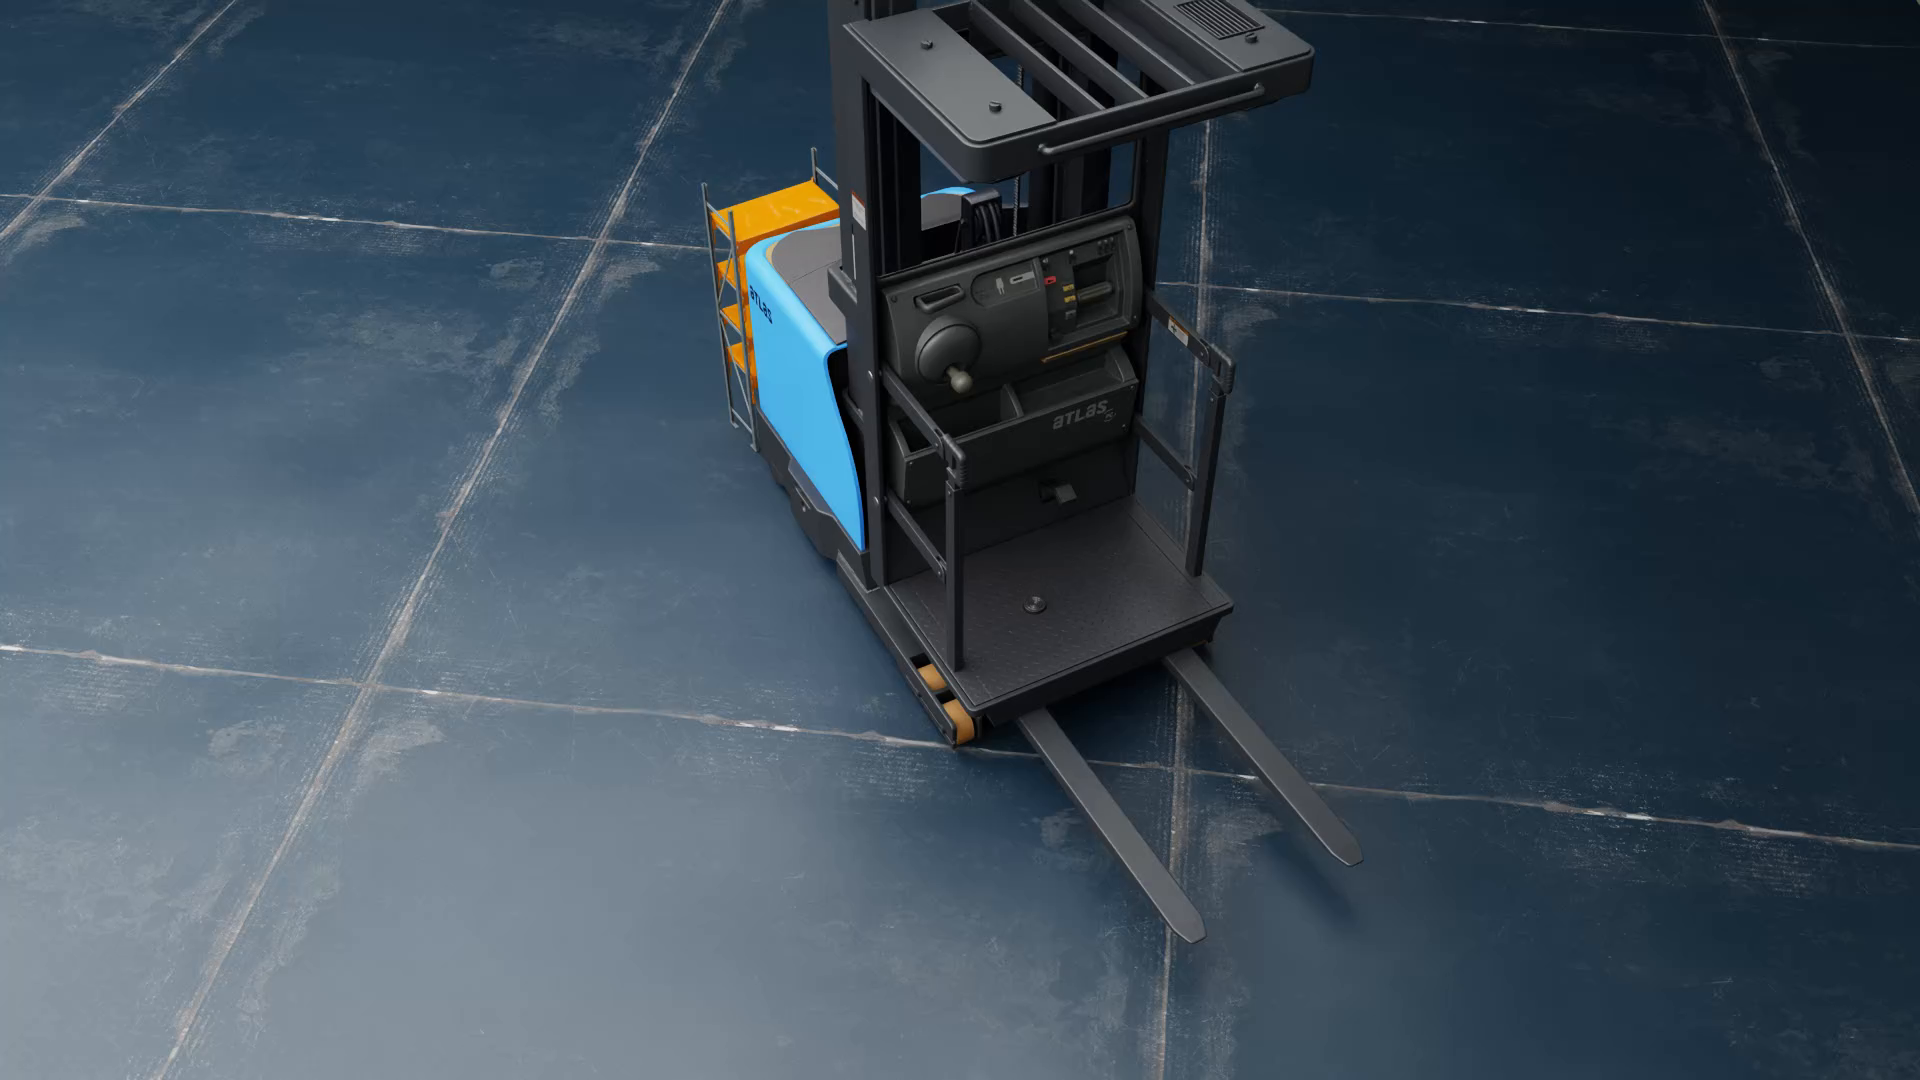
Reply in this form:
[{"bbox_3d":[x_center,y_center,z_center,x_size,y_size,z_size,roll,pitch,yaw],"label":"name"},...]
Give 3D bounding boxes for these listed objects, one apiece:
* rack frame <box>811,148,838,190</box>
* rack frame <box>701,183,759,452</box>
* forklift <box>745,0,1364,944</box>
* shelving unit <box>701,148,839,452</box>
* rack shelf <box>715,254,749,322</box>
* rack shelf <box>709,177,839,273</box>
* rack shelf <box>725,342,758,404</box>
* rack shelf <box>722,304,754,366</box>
[{"bbox_3d":[-0.525,-1.066,7.004,0.015,1.200,0.240,-24,48,-23],"label":"rack frame"},{"bbox_3d":[-0.935,-0.885,6.811,0.015,1.200,0.240,-24,48,-23],"label":"rack frame"},{"bbox_3d":[0.293,-0.686,5.343,1.130,2.935,3.031,-20,47,-20],"label":"forklift"},{"bbox_3d":[-0.730,-0.976,6.908,0.503,1.200,0.258,-24,48,-23],"label":"shelving unit"},{"bbox_3d":[-0.730,-1.089,6.800,0.480,0.148,0.258,-24,48,-23],"label":"rack shelf"},{"bbox_3d":[-0.730,-1.261,6.637,0.480,0.148,0.258,-24,48,-23],"label":"rack shelf"},{"bbox_3d":[-0.730,-0.782,7.090,0.480,0.148,0.258,-24,48,-23],"label":"rack shelf"},{"bbox_3d":[-0.730,-0.927,6.954,0.480,0.148,0.258,-24,48,-23],"label":"rack shelf"}]
